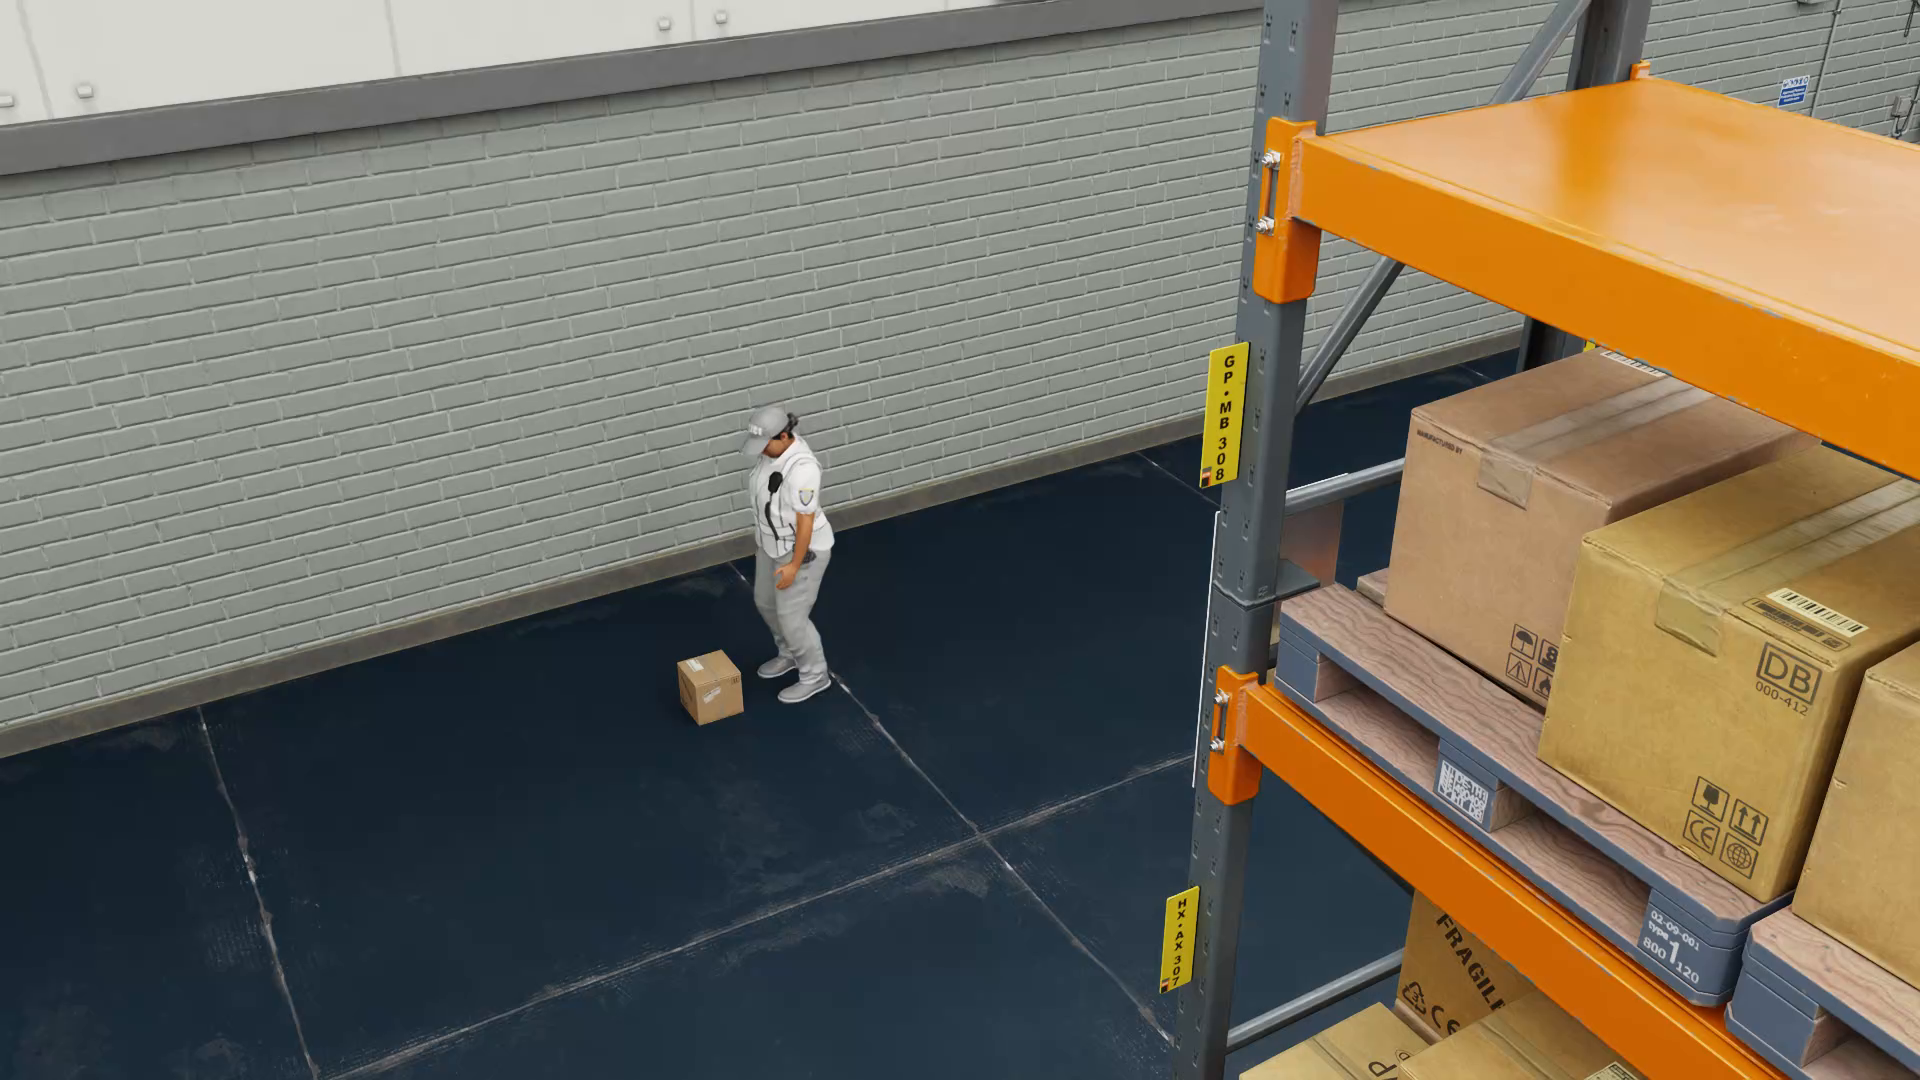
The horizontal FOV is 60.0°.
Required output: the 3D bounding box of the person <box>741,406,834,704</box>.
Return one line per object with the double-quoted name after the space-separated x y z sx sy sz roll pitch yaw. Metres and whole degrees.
-0.872 0.057 8.490 0.440 1.638 0.486 -15 33 -25 "person"
